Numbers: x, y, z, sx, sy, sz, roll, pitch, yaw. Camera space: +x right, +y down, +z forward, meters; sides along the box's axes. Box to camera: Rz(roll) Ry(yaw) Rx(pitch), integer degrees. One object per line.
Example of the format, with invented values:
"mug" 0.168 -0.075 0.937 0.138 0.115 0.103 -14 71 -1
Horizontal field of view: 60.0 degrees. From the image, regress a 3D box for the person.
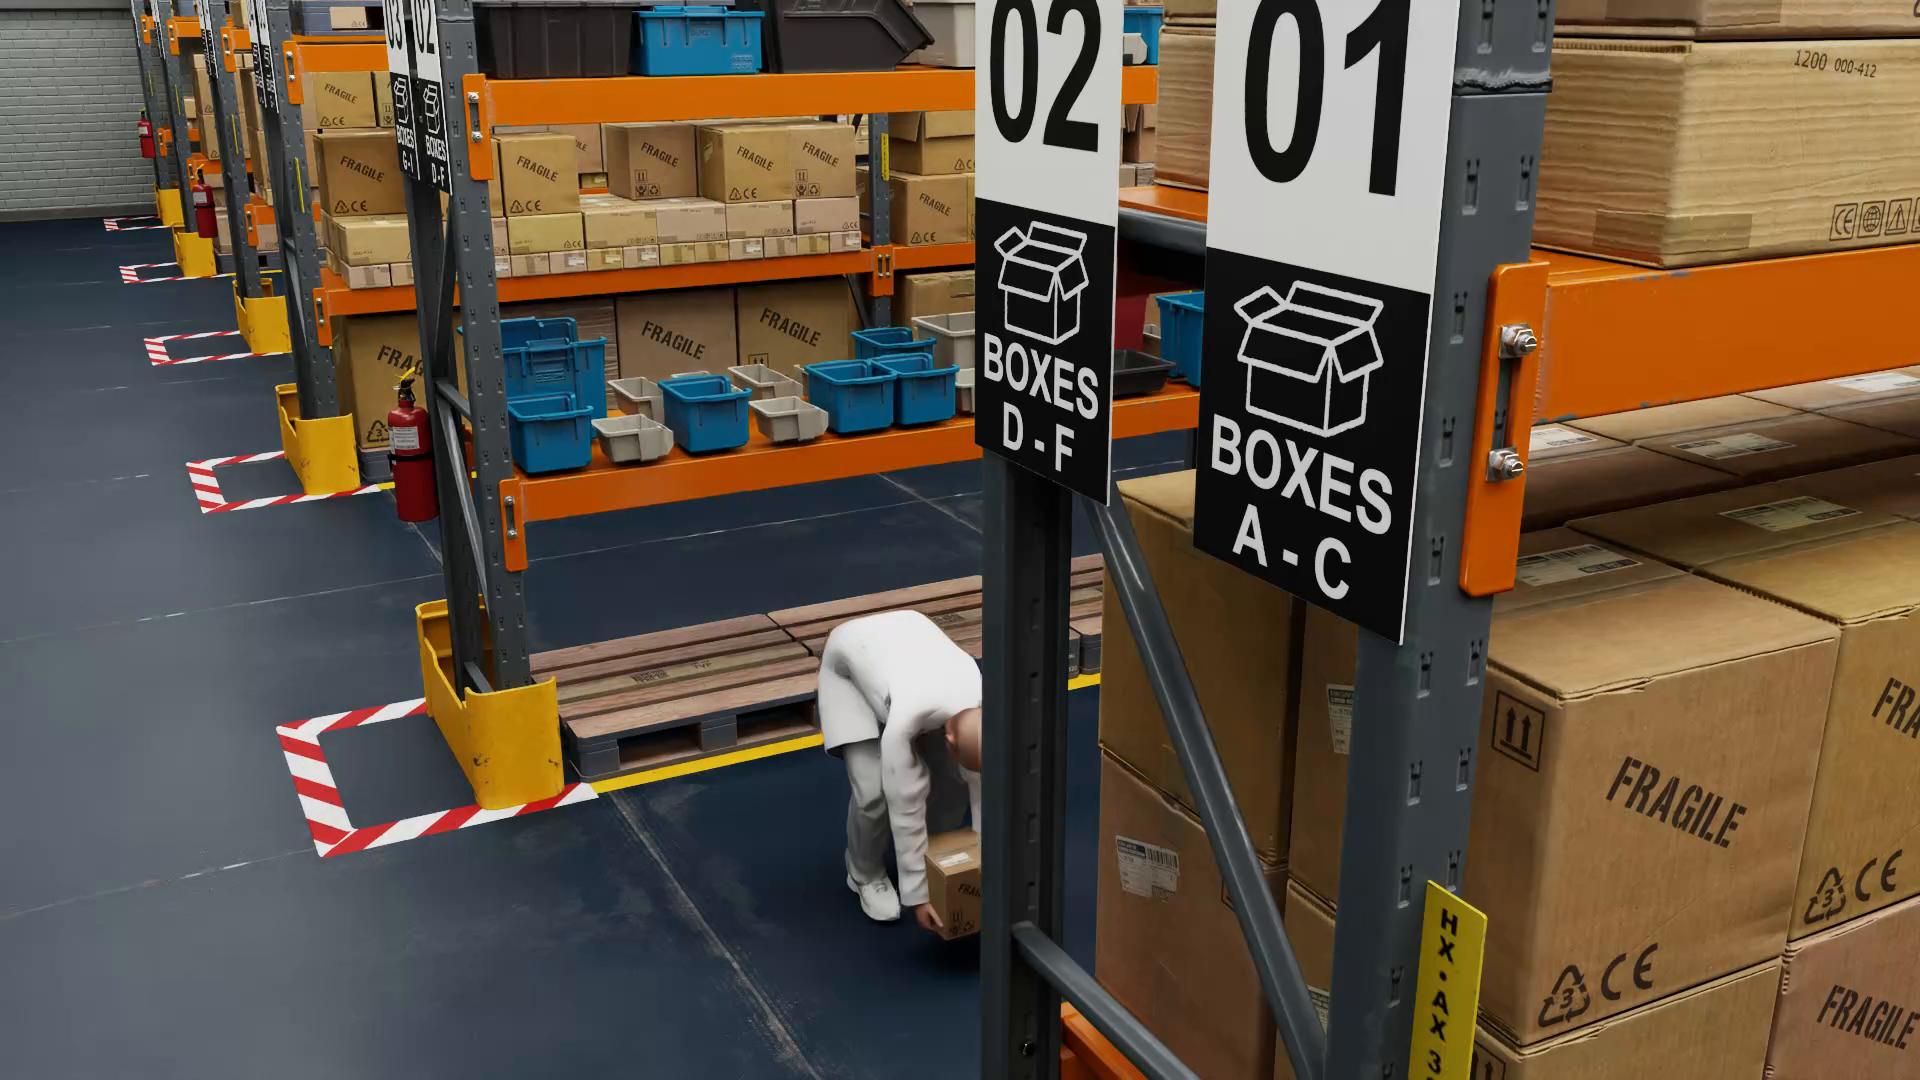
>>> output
"person" -0.134 0.813 5.745 0.580 1.065 0.947 -11 21 -29
